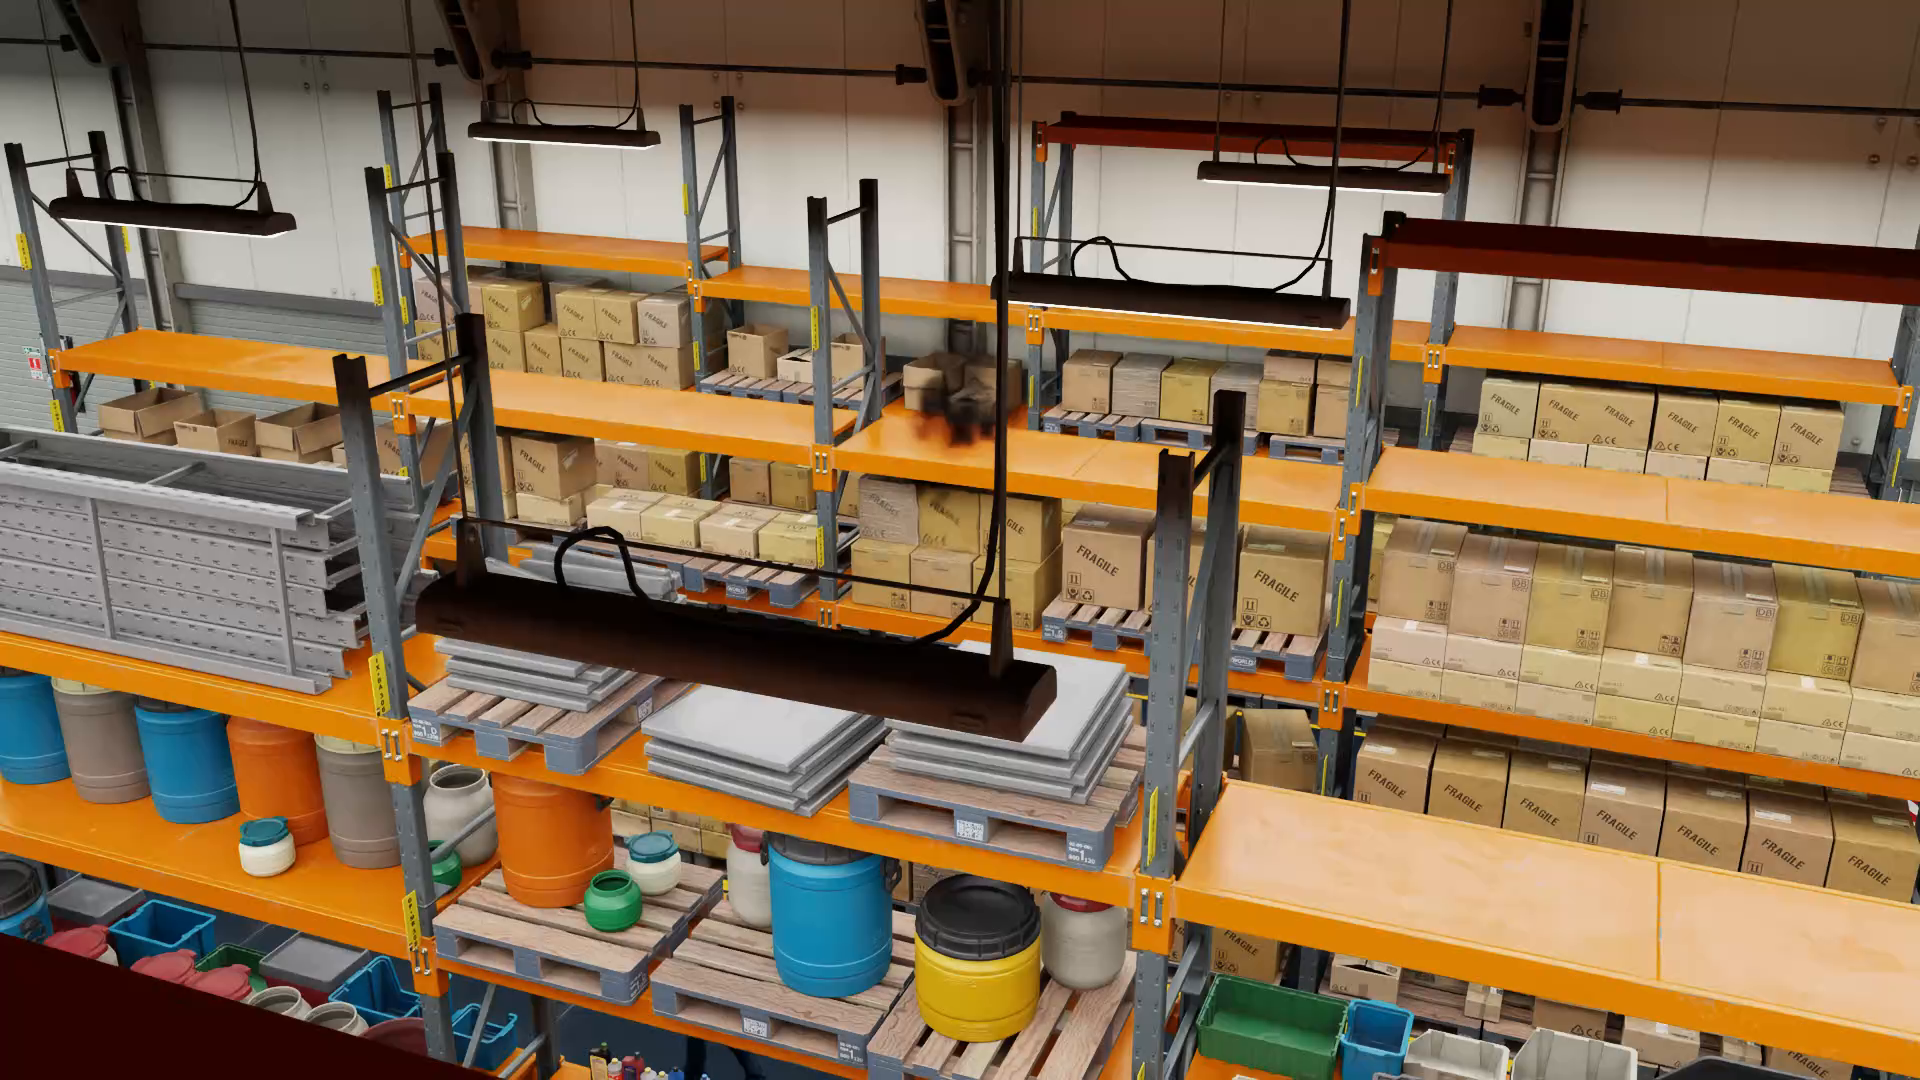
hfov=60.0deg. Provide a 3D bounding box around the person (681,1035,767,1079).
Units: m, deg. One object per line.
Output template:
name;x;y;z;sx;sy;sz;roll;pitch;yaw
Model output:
person;-1.681;3.091;11.166;0.786;1.618;0.543;6;22;16
